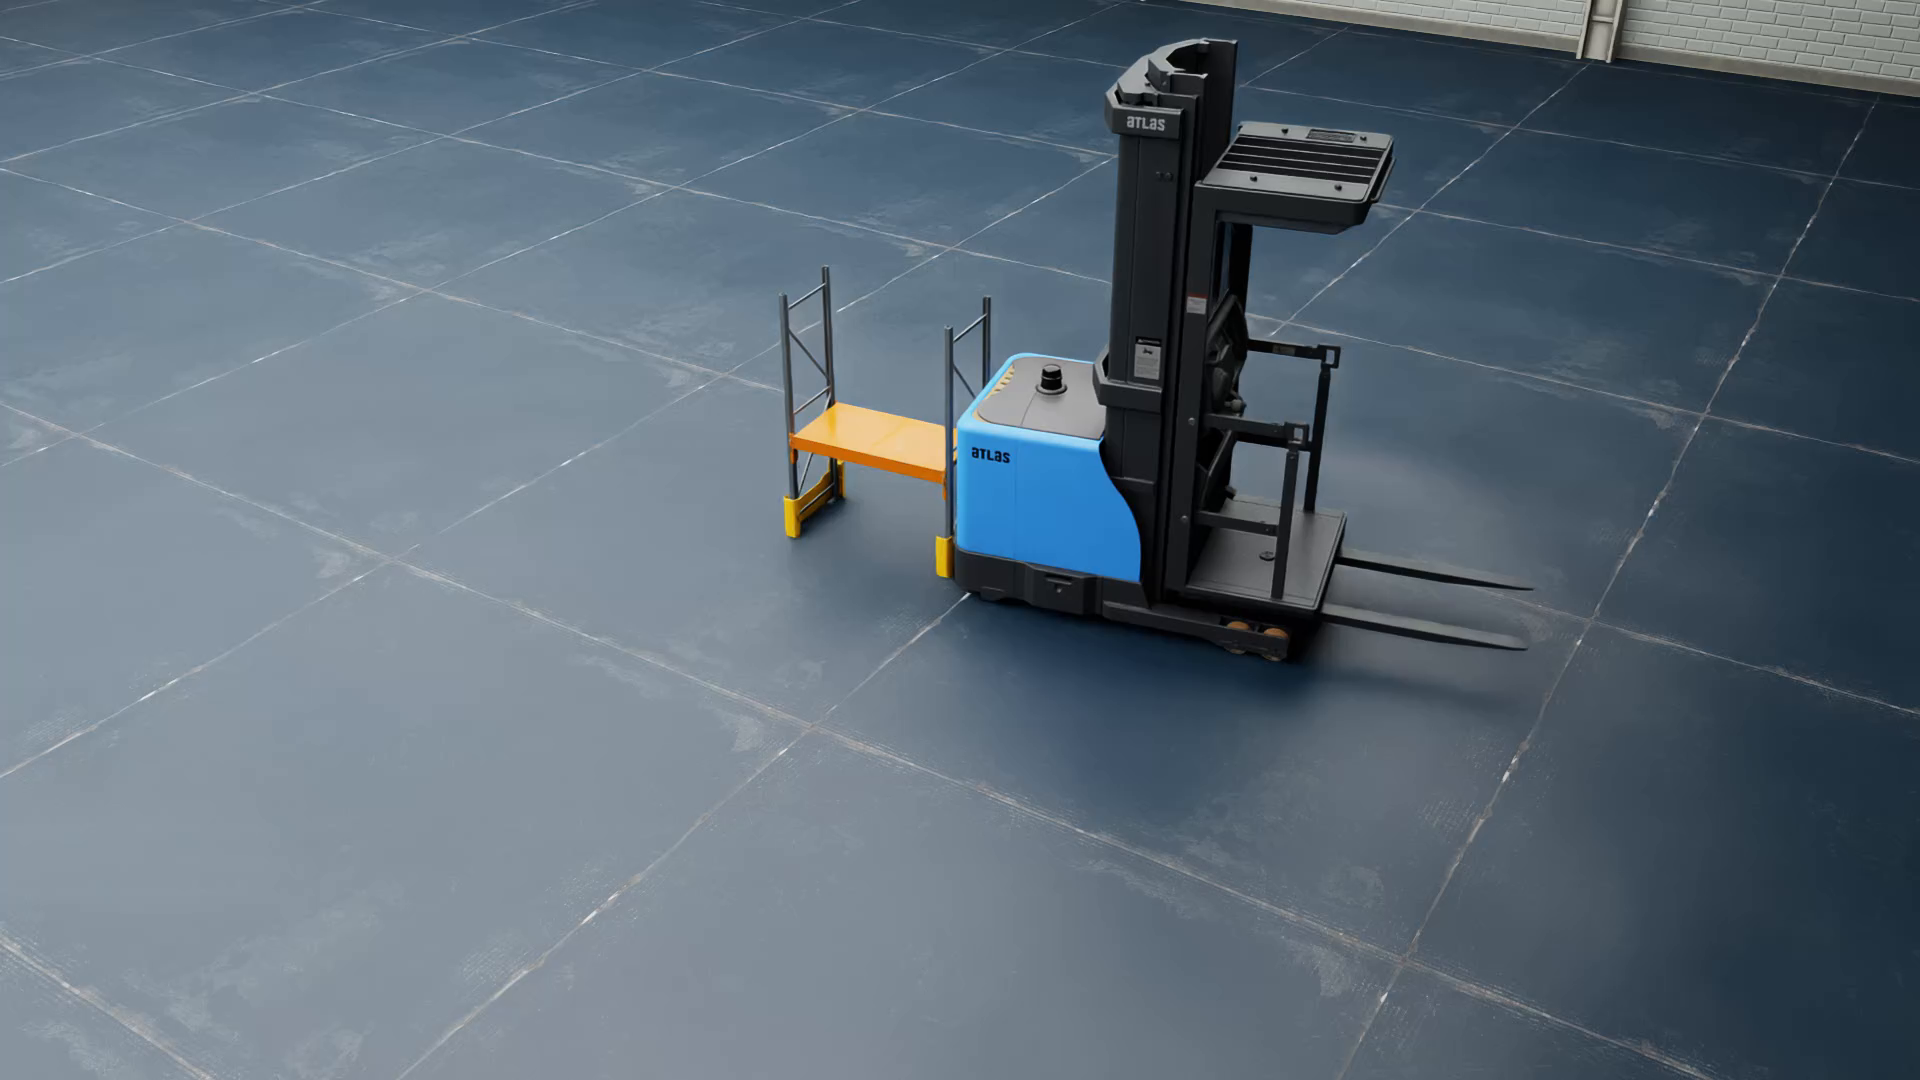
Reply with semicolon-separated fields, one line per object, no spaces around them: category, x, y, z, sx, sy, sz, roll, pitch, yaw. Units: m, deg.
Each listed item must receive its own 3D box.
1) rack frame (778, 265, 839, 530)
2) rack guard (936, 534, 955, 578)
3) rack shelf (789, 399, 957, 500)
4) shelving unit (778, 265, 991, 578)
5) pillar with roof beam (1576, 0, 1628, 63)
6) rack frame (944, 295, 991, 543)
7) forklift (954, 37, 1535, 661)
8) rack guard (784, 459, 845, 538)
rack frame;-0.866;-0.798;9.630;0.032;1.500;0.500;14;33;23
rack guard;0.026;-0.034;9.560;0.087;0.250;0.587;14;33;23
rack shelf;-0.411;-0.528;9.524;1.000;0.185;0.538;14;33;23
shelving unit;-0.419;-0.686;9.437;1.083;1.500;0.587;14;33;23
pillar with roof beam;5.133;-7.673;13.973;0.400;9.000;9.100;18;35;27
rack frame;0.043;-0.569;9.237;0.032;1.500;0.500;14;33;23
forklift;1.543;-0.940;8.452;3.031;2.935;1.130;10;32;17
rack guard;-0.865;-0.258;9.944;0.087;0.250;0.587;14;33;23
